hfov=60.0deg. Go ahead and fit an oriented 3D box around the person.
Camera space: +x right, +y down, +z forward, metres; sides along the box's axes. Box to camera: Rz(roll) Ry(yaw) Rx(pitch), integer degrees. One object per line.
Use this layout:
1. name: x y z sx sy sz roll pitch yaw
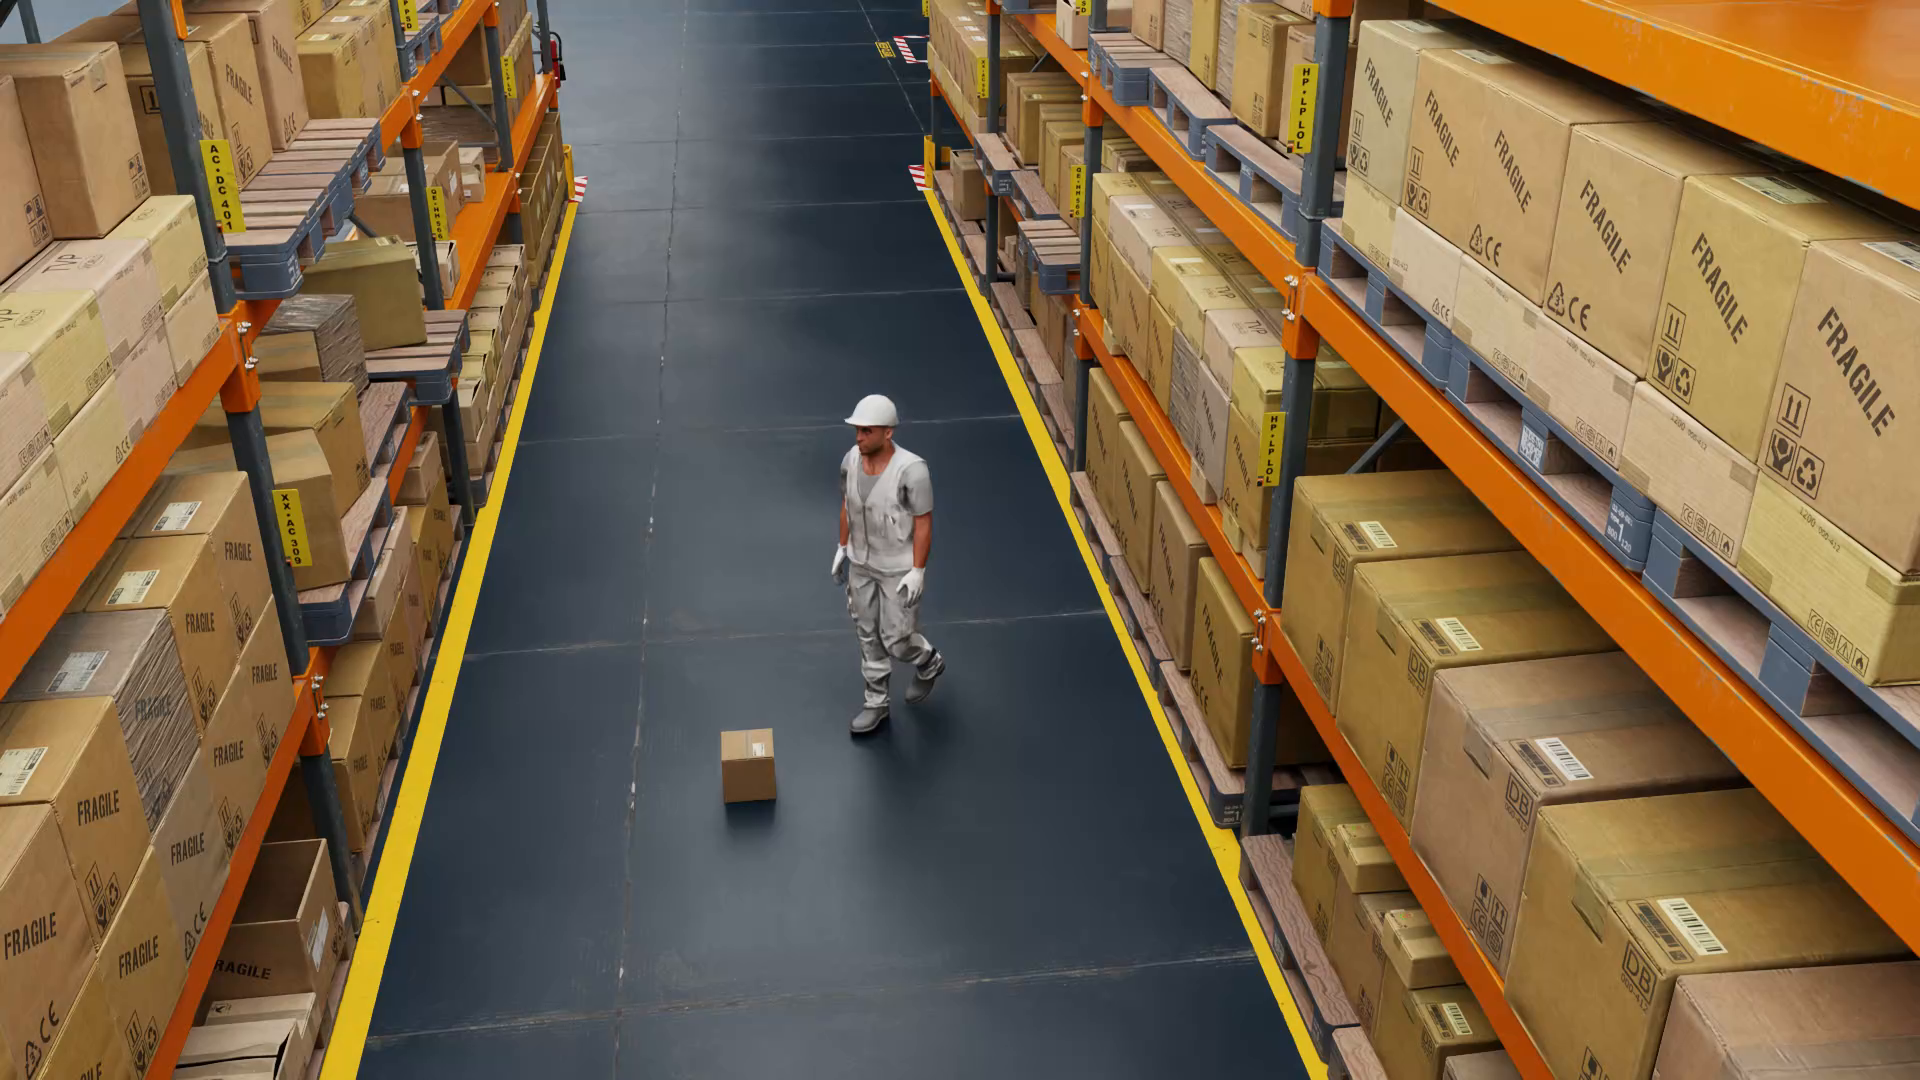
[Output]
1. person: -0.383 0.114 8.342 0.575 1.796 0.571 17 31 29
